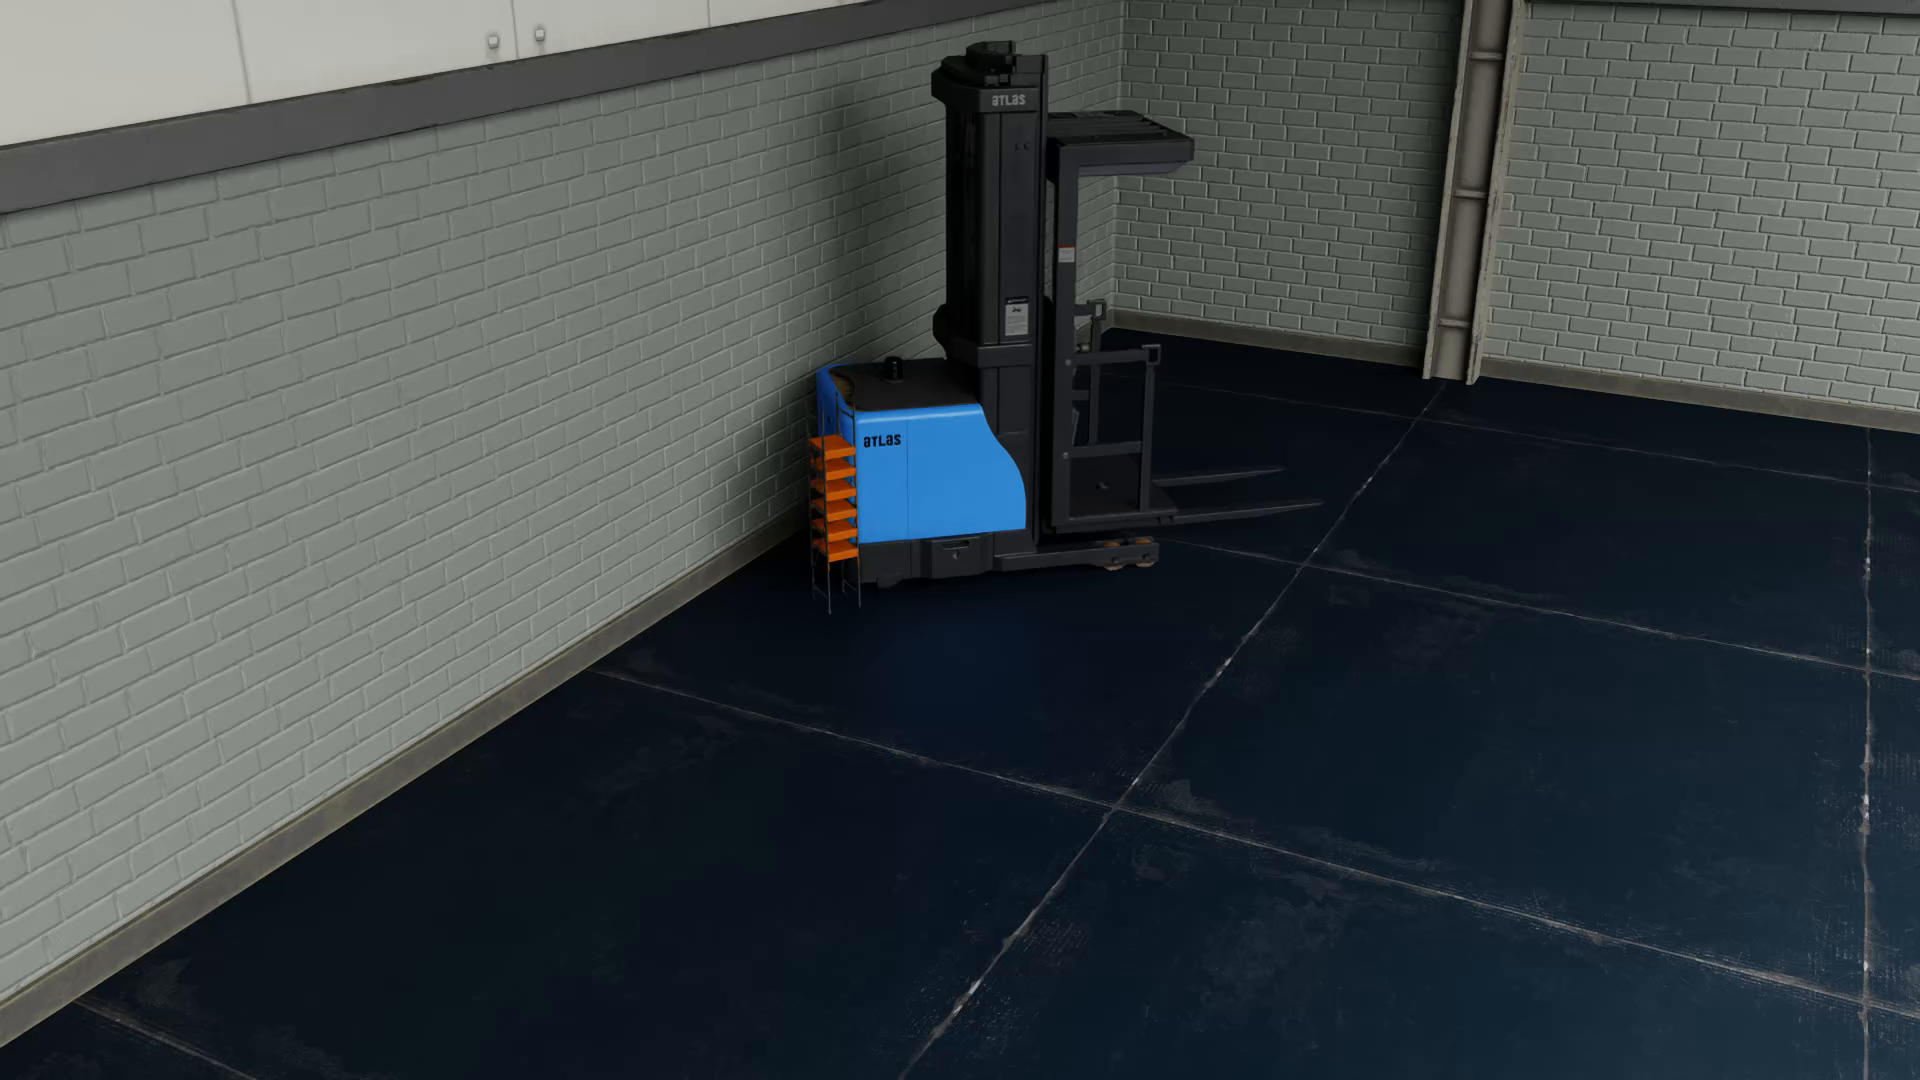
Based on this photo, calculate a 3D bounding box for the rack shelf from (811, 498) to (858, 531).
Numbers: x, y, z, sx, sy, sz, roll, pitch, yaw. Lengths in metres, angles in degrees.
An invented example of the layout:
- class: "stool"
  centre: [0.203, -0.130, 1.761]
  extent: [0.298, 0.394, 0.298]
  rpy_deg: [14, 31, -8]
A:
- class: "rack shelf"
  centre: [-0.701, -0.156, 9.197]
  extent: [0.180, 0.103, 0.258]
  rpy_deg: [-12, 26, -26]

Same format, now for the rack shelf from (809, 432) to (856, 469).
- class: "rack shelf"
  centre: [-0.702, -0.487, 9.056]
  extent: [0.180, 0.103, 0.258]
  rpy_deg: [-12, 26, -26]

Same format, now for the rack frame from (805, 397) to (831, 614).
- class: "rack frame"
  centre: [-0.782, -0.180, 9.140]
  extent: [0.006, 1.200, 0.240]
  rpy_deg: [-12, 26, -26]

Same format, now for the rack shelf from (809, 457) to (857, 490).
- class: "rack shelf"
  centre: [-0.701, -0.377, 9.103]
  extent: [0.180, 0.103, 0.258]
  rpy_deg: [-12, 26, -26]

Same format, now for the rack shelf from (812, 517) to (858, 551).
- class: "rack shelf"
  centre: [-0.701, -0.046, 9.244]
  extent: [0.180, 0.103, 0.258]
  rpy_deg: [-12, 26, -26]

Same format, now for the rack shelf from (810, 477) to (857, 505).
- class: "rack shelf"
  centre: [-0.701, -0.266, 9.150]
  extent: [0.180, 0.103, 0.258]
  rpy_deg: [-12, 26, -26]

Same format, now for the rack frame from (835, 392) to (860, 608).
- class: "rack frame"
  centre: [-0.621, -0.214, 9.219]
  extent: [0.006, 1.200, 0.240]
  rpy_deg: [-12, 26, -26]

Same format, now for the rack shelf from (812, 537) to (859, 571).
- class: "rack shelf"
  centre: [-0.701, 0.065, 9.291]
  extent: [0.180, 0.103, 0.258]
  rpy_deg: [-12, 26, -26]

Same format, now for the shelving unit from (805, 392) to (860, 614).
- class: "shelving unit"
  centre: [-0.701, -0.197, 9.180]
  extent: [0.189, 1.200, 0.258]
  rpy_deg: [-12, 26, -26]

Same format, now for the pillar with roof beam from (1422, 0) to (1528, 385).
- class: "pillar with roof beam"
  centre: [1.994, -3.950, 8.039]
  extent: [0.400, 9.000, 9.100]
  rpy_deg: [11, 25, 25]

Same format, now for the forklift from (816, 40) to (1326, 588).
- class: "forklift"
  centre: [0.701, -1.363, 9.710]
  extent: [3.031, 2.935, 1.130]
  rpy_deg: [-5, 24, -12]
